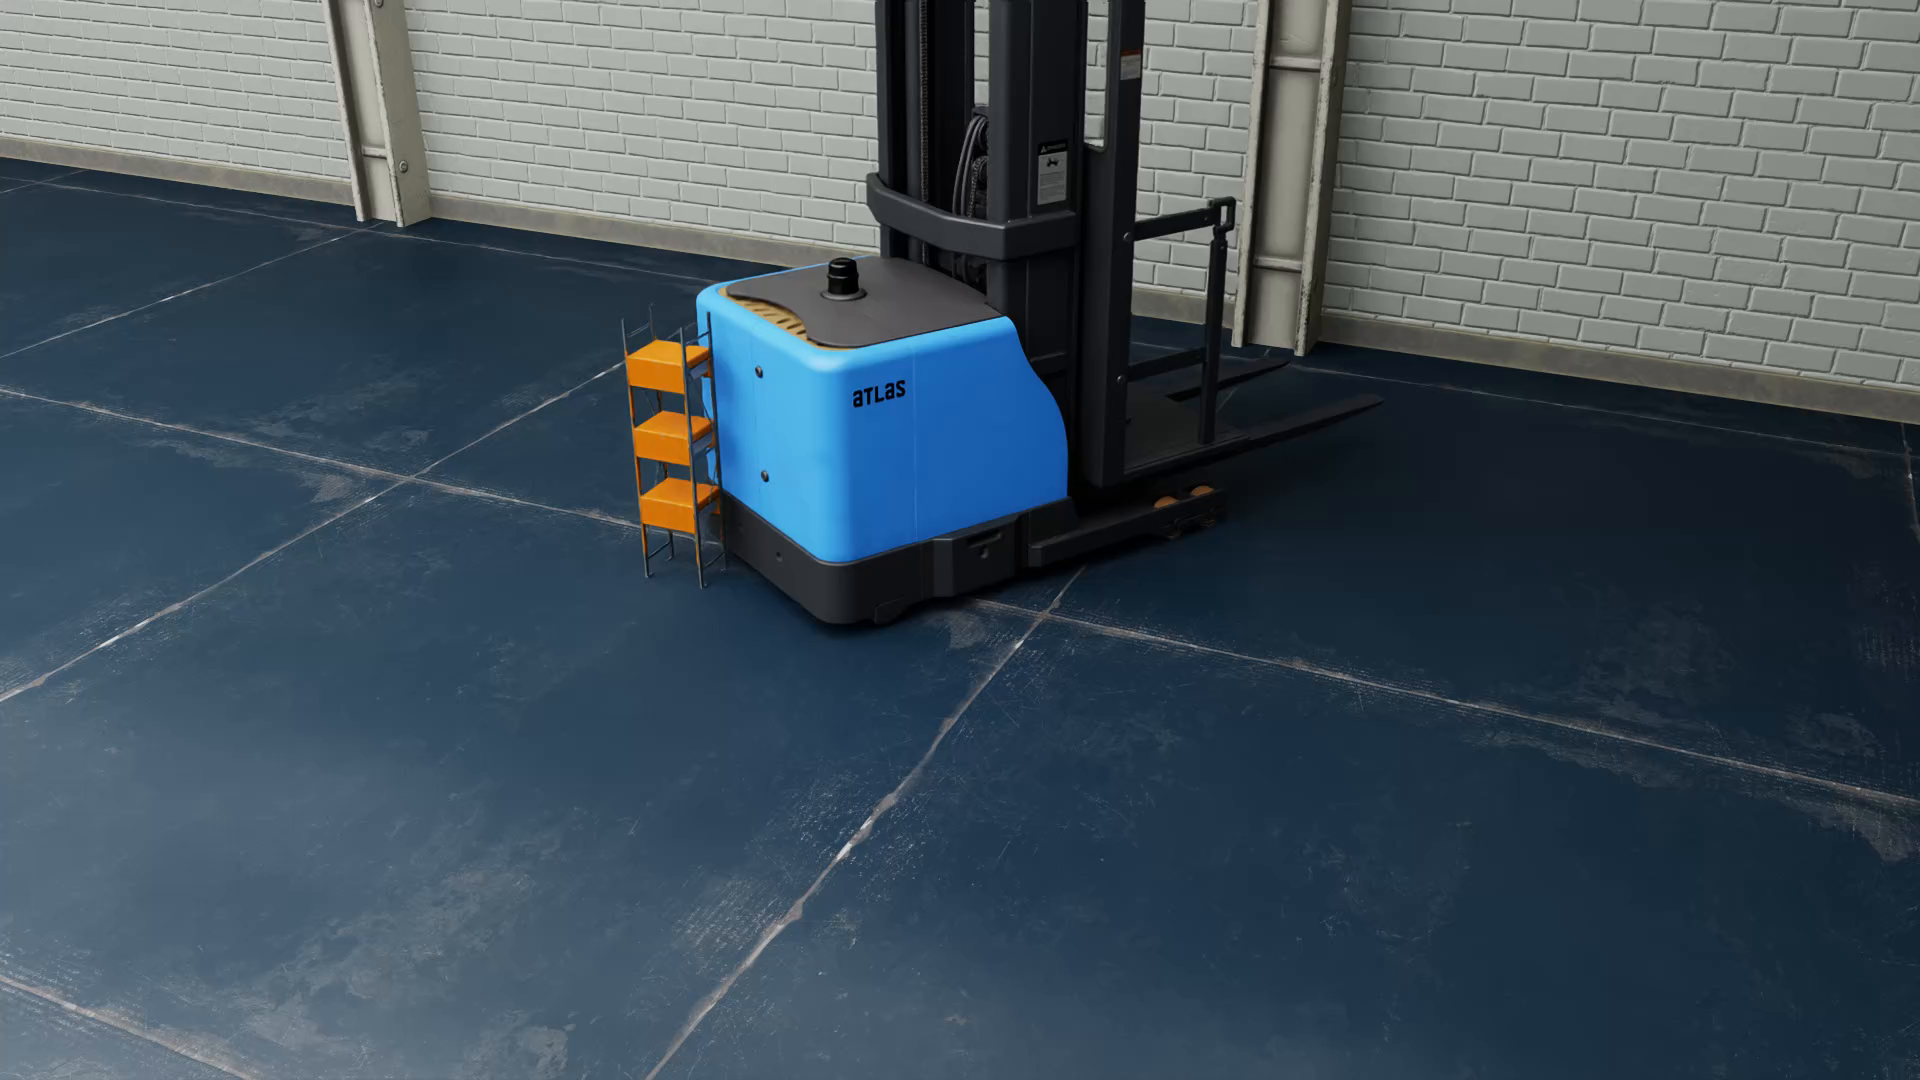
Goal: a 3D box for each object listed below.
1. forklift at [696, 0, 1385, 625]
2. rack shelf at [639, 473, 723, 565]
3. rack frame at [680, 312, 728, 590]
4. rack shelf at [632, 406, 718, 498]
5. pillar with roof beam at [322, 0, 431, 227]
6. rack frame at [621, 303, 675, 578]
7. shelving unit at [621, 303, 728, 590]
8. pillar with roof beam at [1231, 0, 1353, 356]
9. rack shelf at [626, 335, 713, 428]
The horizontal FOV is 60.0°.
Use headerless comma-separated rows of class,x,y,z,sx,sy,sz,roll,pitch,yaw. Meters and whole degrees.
forklift,0.496,-1.498,6.474,3.031,2.935,1.130,-17,31,-30
rack shelf,-1.064,-0.083,6.384,0.240,0.259,0.215,11,28,20
rack frame,-0.952,-0.321,6.214,0.008,1.050,0.200,11,28,20
rack shelf,-1.064,-0.333,6.261,0.240,0.259,0.215,11,28,20
pillar with roof beam,-5.557,-4.461,5.622,0.400,9.000,9.100,11,28,22
rack frame,-1.177,-0.363,6.299,0.008,1.050,0.200,11,28,20
shelving unit,-1.064,-0.342,6.256,0.252,1.050,0.215,11,28,20
pillar with roof beam,-0.095,-3.364,3.394,0.400,9.000,9.100,11,28,22
rack shelf,-1.064,-0.587,6.136,0.240,0.259,0.215,11,28,20
